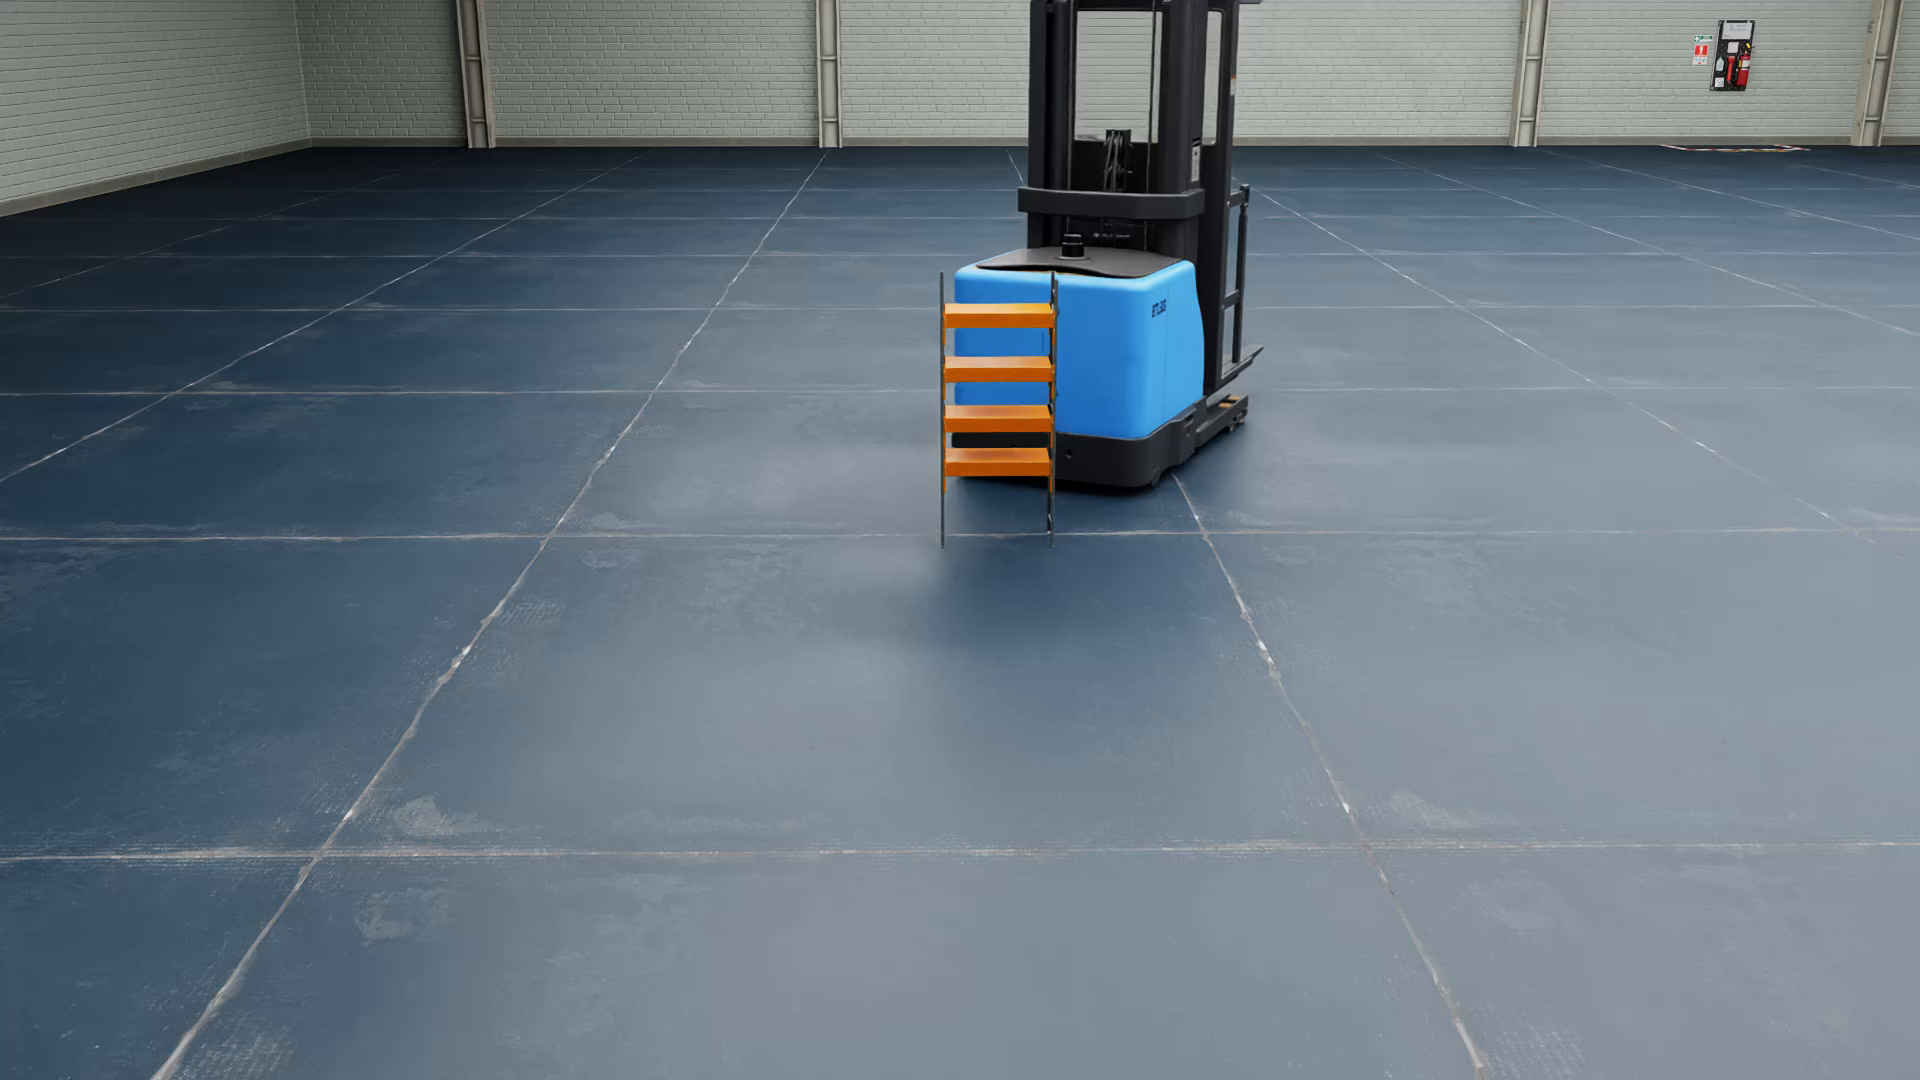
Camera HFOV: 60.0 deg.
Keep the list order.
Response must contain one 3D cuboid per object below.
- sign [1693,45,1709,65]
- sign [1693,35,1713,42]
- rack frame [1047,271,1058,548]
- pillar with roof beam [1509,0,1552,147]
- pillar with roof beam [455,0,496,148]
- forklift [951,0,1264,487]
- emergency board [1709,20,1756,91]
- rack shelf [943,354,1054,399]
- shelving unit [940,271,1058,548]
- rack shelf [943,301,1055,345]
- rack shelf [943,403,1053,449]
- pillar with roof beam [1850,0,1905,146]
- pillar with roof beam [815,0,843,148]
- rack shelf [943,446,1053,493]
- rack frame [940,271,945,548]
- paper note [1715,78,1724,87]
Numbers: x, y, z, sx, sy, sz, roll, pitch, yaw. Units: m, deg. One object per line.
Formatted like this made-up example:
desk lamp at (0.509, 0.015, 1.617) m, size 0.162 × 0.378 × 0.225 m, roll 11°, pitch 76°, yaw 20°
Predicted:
sign at (12.747, -8.353, 28.616) m, size 0.234 × 0.329 × 0.001 m, roll 0°, pitch 18°, yaw -1°
sign at (12.752, -8.602, 28.527) m, size 0.331 × 0.109 × 0.001 m, roll 0°, pitch 18°, yaw -1°
rack frame at (0.409, -0.573, 7.370) m, size 0.015 × 1.200 × 0.240 m, roll 0°, pitch 18°, yaw -1°
pillar with roof beam at (9.842, -9.820, 23.427) m, size 0.400 × 9.000 × 9.100 m, roll 0°, pitch 18°, yaw -1°
pillar with roof beam at (-8.156, -9.733, 23.157) m, size 0.400 × 9.000 × 9.100 m, roll 0°, pitch 18°, yaw -1°
forklift at (1.025, -2.060, 9.172) m, size 1.130 × 2.935 × 3.031 m, roll 8°, pitch 19°, yaw 23°
emergency board at (13.302, -8.307, 28.532) m, size 0.643 × 1.169 × 0.194 m, roll 0°, pitch 18°, yaw -1°
rack shelf at (0.166, -0.721, 7.319) m, size 0.480 × 0.148 × 0.258 m, roll 0°, pitch 18°, yaw -1°
shelving unit at (0.166, -0.572, 7.367) m, size 0.503 × 1.200 × 0.258 m, roll 0°, pitch 18°, yaw -1°
rack shelf at (0.166, -0.946, 7.247) m, size 0.480 × 0.148 × 0.258 m, roll 0°, pitch 18°, yaw -1°
rack shelf at (0.166, -0.508, 7.387) m, size 0.480 × 0.148 × 0.258 m, roll 0°, pitch 18°, yaw -1°
pillar with roof beam at (15.841, -9.849, 23.517) m, size 0.400 × 9.000 × 9.100 m, roll 0°, pitch 18°, yaw -1°
pillar with roof beam at (-2.157, -9.762, 23.247) m, size 0.400 × 9.000 × 9.100 m, roll 0°, pitch 18°, yaw -1°
rack shelf at (0.166, -0.319, 7.448) m, size 0.480 × 0.148 × 0.258 m, roll 0°, pitch 18°, yaw -1°
rack frame at (-0.078, -0.571, 7.363) m, size 0.015 × 1.200 × 0.240 m, roll 0°, pitch 18°, yaw -1°
paper note at (13.123, -7.907, 28.729) m, size 0.142 × 0.148 × 0.016 m, roll 0°, pitch 18°, yaw -1°
